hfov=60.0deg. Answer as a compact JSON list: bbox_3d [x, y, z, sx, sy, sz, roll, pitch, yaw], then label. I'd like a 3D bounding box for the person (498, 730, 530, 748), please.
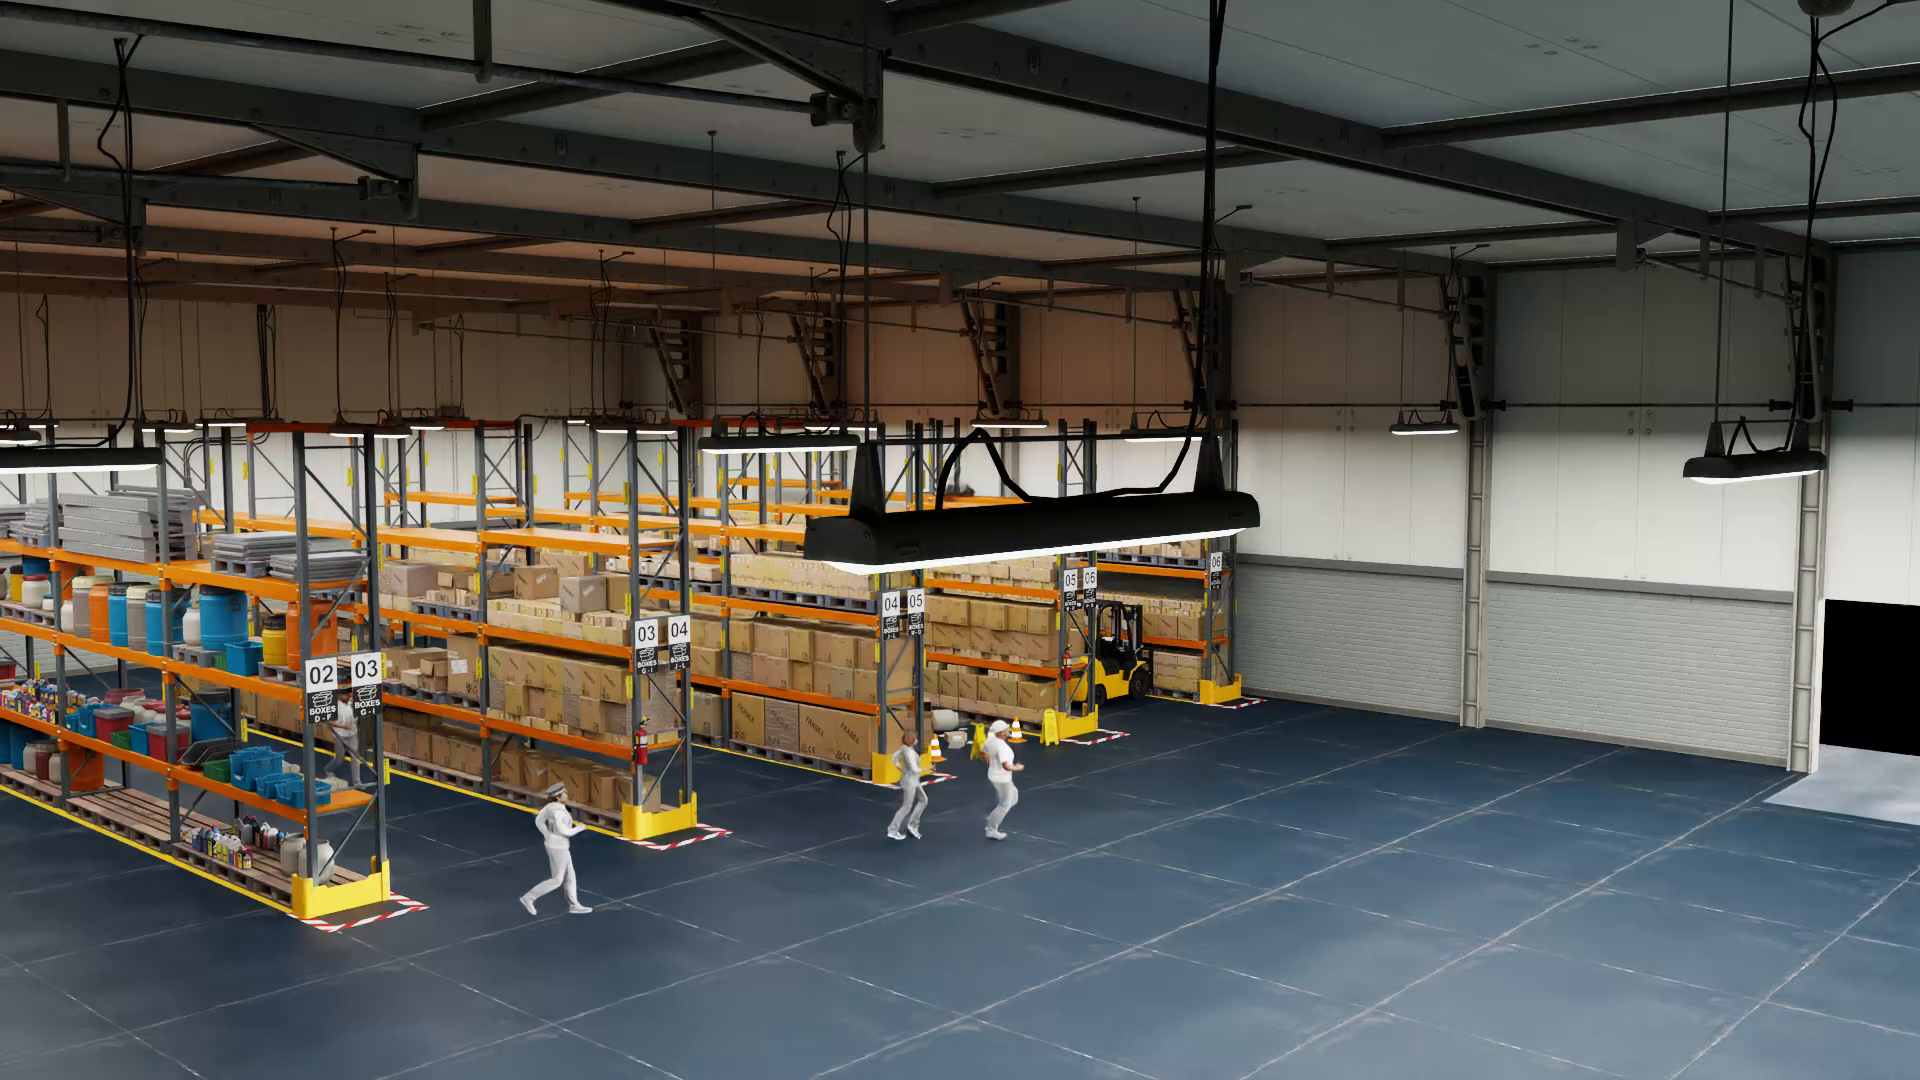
[{"bbox_3d":[-8.063,2.985,30.413,0.821,1.769,0.669,4,6,39],"label":"person"}]

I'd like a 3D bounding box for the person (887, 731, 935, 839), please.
[{"bbox_3d":[-0.710,3.564,24.093,0.706,1.611,0.507,-1,5,-7],"label":"person"}]

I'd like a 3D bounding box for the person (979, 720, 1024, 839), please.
[{"bbox_3d":[0.633,3.471,24.224,0.549,1.726,0.770,-1,5,-15],"label":"person"}]

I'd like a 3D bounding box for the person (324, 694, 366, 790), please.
[{"bbox_3d":[-10.154,3.237,27.415,0.934,1.698,0.586,3,6,35],"label":"person"}]

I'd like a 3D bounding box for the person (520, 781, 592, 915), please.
[{"bbox_3d":[-4.984,3.805,20.438,0.886,1.670,0.612,-2,5,-24],"label":"person"}]
